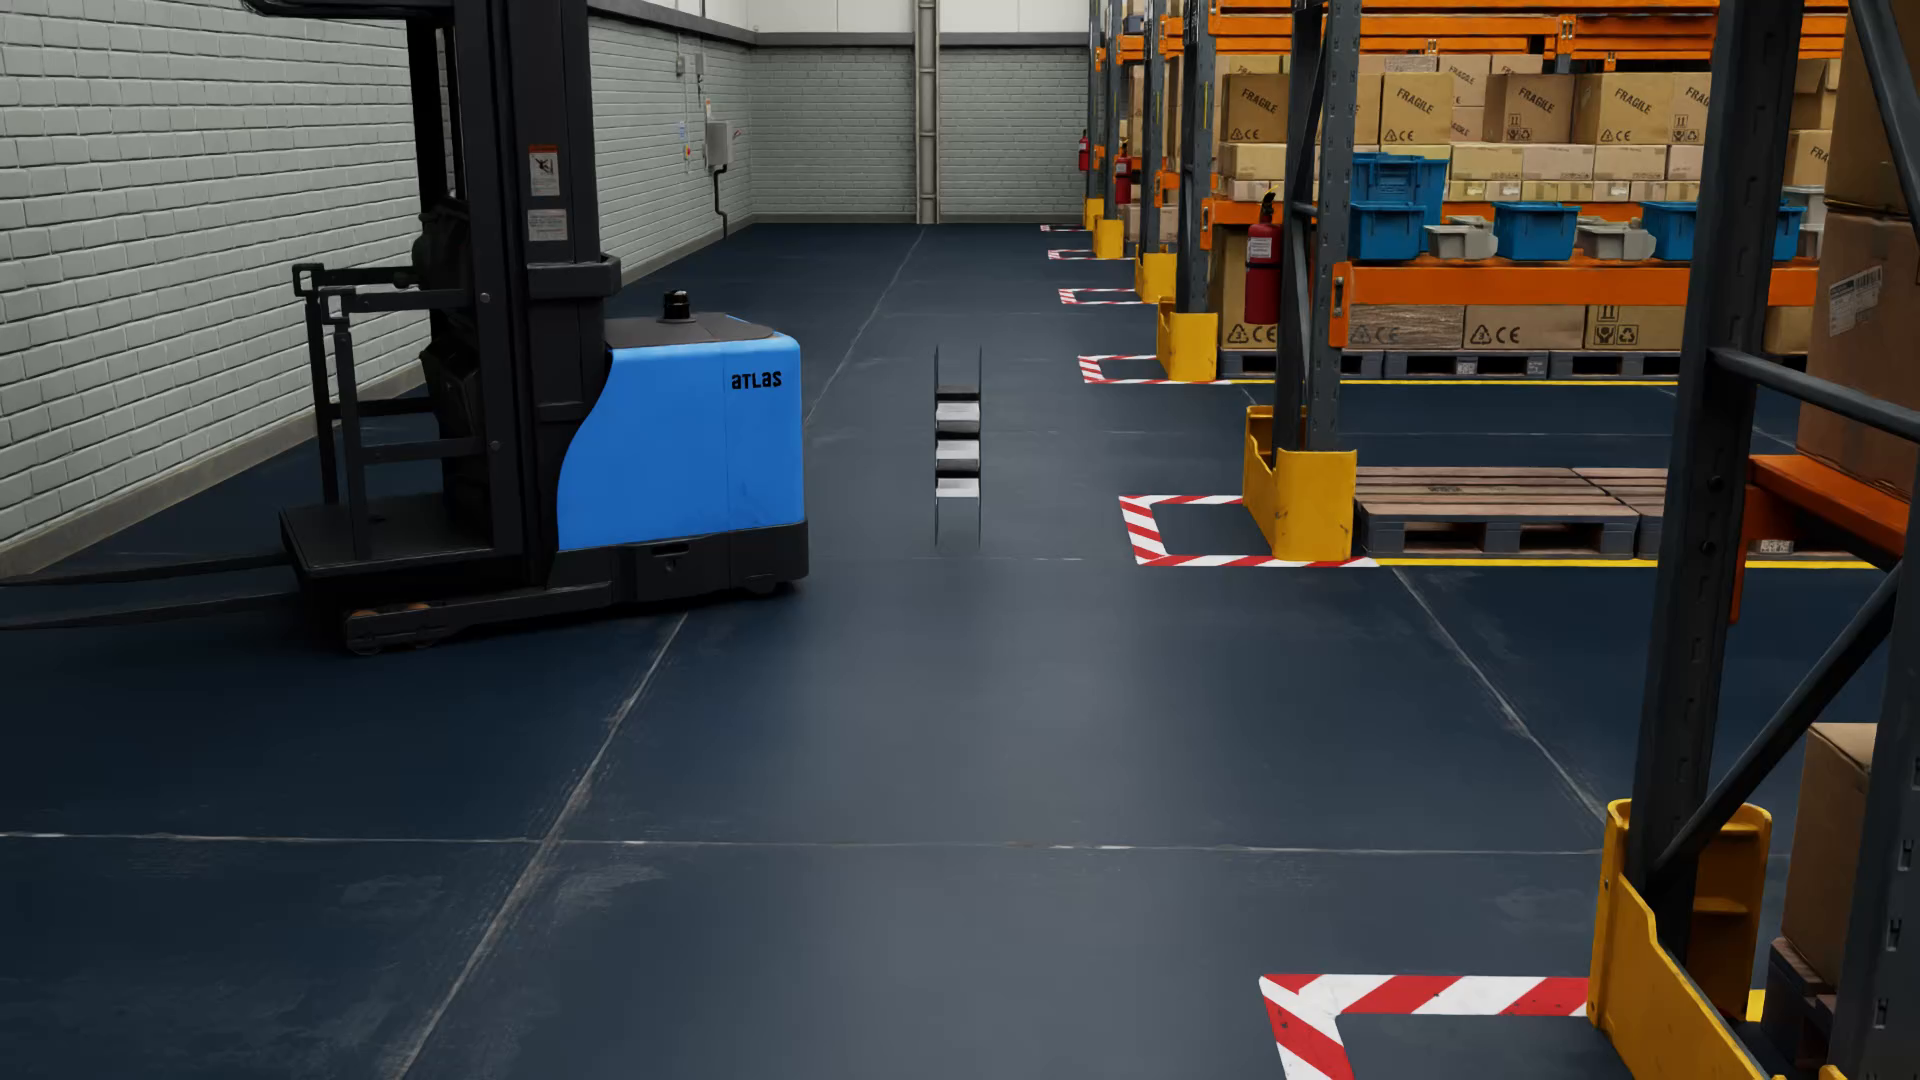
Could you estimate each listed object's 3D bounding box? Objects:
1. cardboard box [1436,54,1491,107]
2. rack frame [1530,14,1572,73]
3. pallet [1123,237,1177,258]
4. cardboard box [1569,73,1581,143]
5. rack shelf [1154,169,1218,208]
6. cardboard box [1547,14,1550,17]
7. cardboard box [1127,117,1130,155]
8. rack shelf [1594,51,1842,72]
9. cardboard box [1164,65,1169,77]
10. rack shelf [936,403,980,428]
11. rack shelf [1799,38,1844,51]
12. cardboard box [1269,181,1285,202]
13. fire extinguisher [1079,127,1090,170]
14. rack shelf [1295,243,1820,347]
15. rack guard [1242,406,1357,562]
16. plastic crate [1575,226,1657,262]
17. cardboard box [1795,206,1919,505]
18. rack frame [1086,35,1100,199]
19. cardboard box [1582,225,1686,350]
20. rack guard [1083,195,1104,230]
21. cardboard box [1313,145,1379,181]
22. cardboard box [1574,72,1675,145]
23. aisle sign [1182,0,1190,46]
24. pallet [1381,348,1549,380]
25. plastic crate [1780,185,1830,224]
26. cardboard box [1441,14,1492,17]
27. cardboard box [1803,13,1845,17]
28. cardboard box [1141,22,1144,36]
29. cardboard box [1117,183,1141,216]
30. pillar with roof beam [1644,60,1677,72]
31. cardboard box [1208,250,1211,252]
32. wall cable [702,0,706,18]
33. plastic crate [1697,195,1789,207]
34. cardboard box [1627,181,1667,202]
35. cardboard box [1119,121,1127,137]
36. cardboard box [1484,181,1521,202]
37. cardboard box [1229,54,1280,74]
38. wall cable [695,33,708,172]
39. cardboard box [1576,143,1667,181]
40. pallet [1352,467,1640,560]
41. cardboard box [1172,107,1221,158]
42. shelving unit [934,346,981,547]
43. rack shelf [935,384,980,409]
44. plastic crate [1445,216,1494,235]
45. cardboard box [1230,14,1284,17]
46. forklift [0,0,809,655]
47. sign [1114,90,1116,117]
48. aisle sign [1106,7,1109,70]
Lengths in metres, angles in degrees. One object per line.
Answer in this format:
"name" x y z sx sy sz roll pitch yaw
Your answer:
"cardboard box" 4.992 -4.618 16.726 0.500 0.500 0.500 0 15 0
"rack frame" 5.986 -4.007 17.146 0.127 3.000 1.000 0 15 1
"pallet" 2.814 -3.962 22.444 1.213 0.211 1.003 0 15 1
"cardboard box" 4.794 -3.250 12.519 0.500 0.500 0.500 0 15 1
"rack shelf" 3.987 -3.672 17.288 4.000 0.370 1.077 0 15 1
"cardboard box" 9.255 -8.168 25.969 0.250 0.149 0.380 0 15 0
"cardboard box" 2.502 -5.408 22.264 0.500 0.500 0.500 0 15 2
"rack shelf" 12.133 -7.599 26.293 4.000 0.370 1.077 0 15 1
"cardboard box" 2.624 -6.085 21.595 0.250 0.149 0.380 1 15 3
"rack shelf" -0.008 -0.577 7.688 0.200 0.077 0.258 0 15 1
"rack shelf" 12.010 -6.333 21.495 4.000 0.370 1.077 0 15 1
"cardboard box" 2.363 -2.559 12.153 0.250 0.149 0.380 0 15 1
"fire extinguisher" 1.977 -6.227 26.445 0.183 0.674 0.296 0 15 1
"rack shelf" 3.633 -1.145 7.708 4.000 0.370 1.077 0 15 1
"rack guard" 1.609 -0.294 7.973 0.348 0.500 1.175 0 15 1
"plastic crate" 2.868 -1.294 7.263 0.298 0.136 0.250 0 15 1
"cardboard box" 1.958 -0.357 3.117 0.500 0.500 0.500 1 15 3
"rack frame" 2.136 -6.562 26.830 0.127 3.000 1.000 0 15 1
"cardboard box" 5.101 -1.943 12.666 0.875 0.875 0.875 0 15 1
"rack guard" 2.212 -5.352 27.147 0.348 0.500 1.175 0 15 1
"cardboard box" 2.752 -2.766 12.155 0.500 0.250 0.500 0 15 1
"cardboard box" 4.791 -3.115 12.009 0.500 0.500 0.500 1 15 2
"aisle sign" 1.695 -4.102 12.414 0.004 0.787 0.394 0 15 1
"pallet" 3.778 -1.426 12.832 1.213 0.211 1.003 0 15 1
"plastic crate" 4.110 -1.508 7.790 0.530 0.282 0.437 0 15 1
"cardboard box" 4.990 -5.325 16.558 0.500 0.250 0.500 0 15 1
"cardboard box" 8.408 -5.422 16.437 0.500 0.500 0.500 0 15 1
"cardboard box" 3.081 -8.013 26.161 0.500 0.250 0.500 1 15 2
"cardboard box" 2.745 -5.529 26.989 0.637 0.503 0.797 0 15 -1
"pillar with roof beam" 11.350 -8.534 22.545 0.400 9.000 9.100 0 15 1
"cardboard box" 2.503 -3.055 17.138 0.250 0.149 0.380 0 15 -1
"wall cable" -3.550 -9.082 24.549 0.133 3.039 2.988 0 15 1
"plastic crate" 3.693 -1.505 7.877 0.300 0.233 0.416 0 15 1
"cardboard box" 4.931 -2.543 12.090 0.250 0.149 0.380 0 15 0
"cardboard box" 2.583 -6.561 26.540 0.500 0.250 0.500 0 15 2
"cardboard box" 3.906 -2.550 12.116 0.250 0.149 0.380 1 15 2
"cardboard box" 2.934 -4.636 16.793 0.500 0.500 0.500 1 15 3
"wall cable" -3.600 -6.180 23.391 0.122 1.984 0.588 0 15 1
"cardboard box" 4.793 -2.752 12.103 0.500 0.250 0.500 1 15 3
"pallet" 2.457 -0.142 7.964 1.213 0.211 1.003 0 15 1
"cardboard box" 2.429 -4.152 16.916 0.500 0.500 0.500 1 15 4
"shelving unit" -0.008 -0.435 7.725 0.210 0.900 0.258 0 15 1
"rack shelf" -0.008 -0.664 7.665 0.200 0.077 0.258 0 15 1
"plastic crate" 2.453 -1.448 7.847 0.243 0.136 0.396 0 15 1
"cardboard box" 2.956 -5.338 16.606 0.500 0.250 0.500 1 15 3
"forklift" -2.190 -1.140 6.414 3.031 2.935 1.130 -7 16 -25
"sign" 1.993 -5.611 21.376 0.005 0.325 0.100 0 15 1
"aisle sign" 1.949 -6.632 22.002 0.004 0.787 0.394 0 15 1
